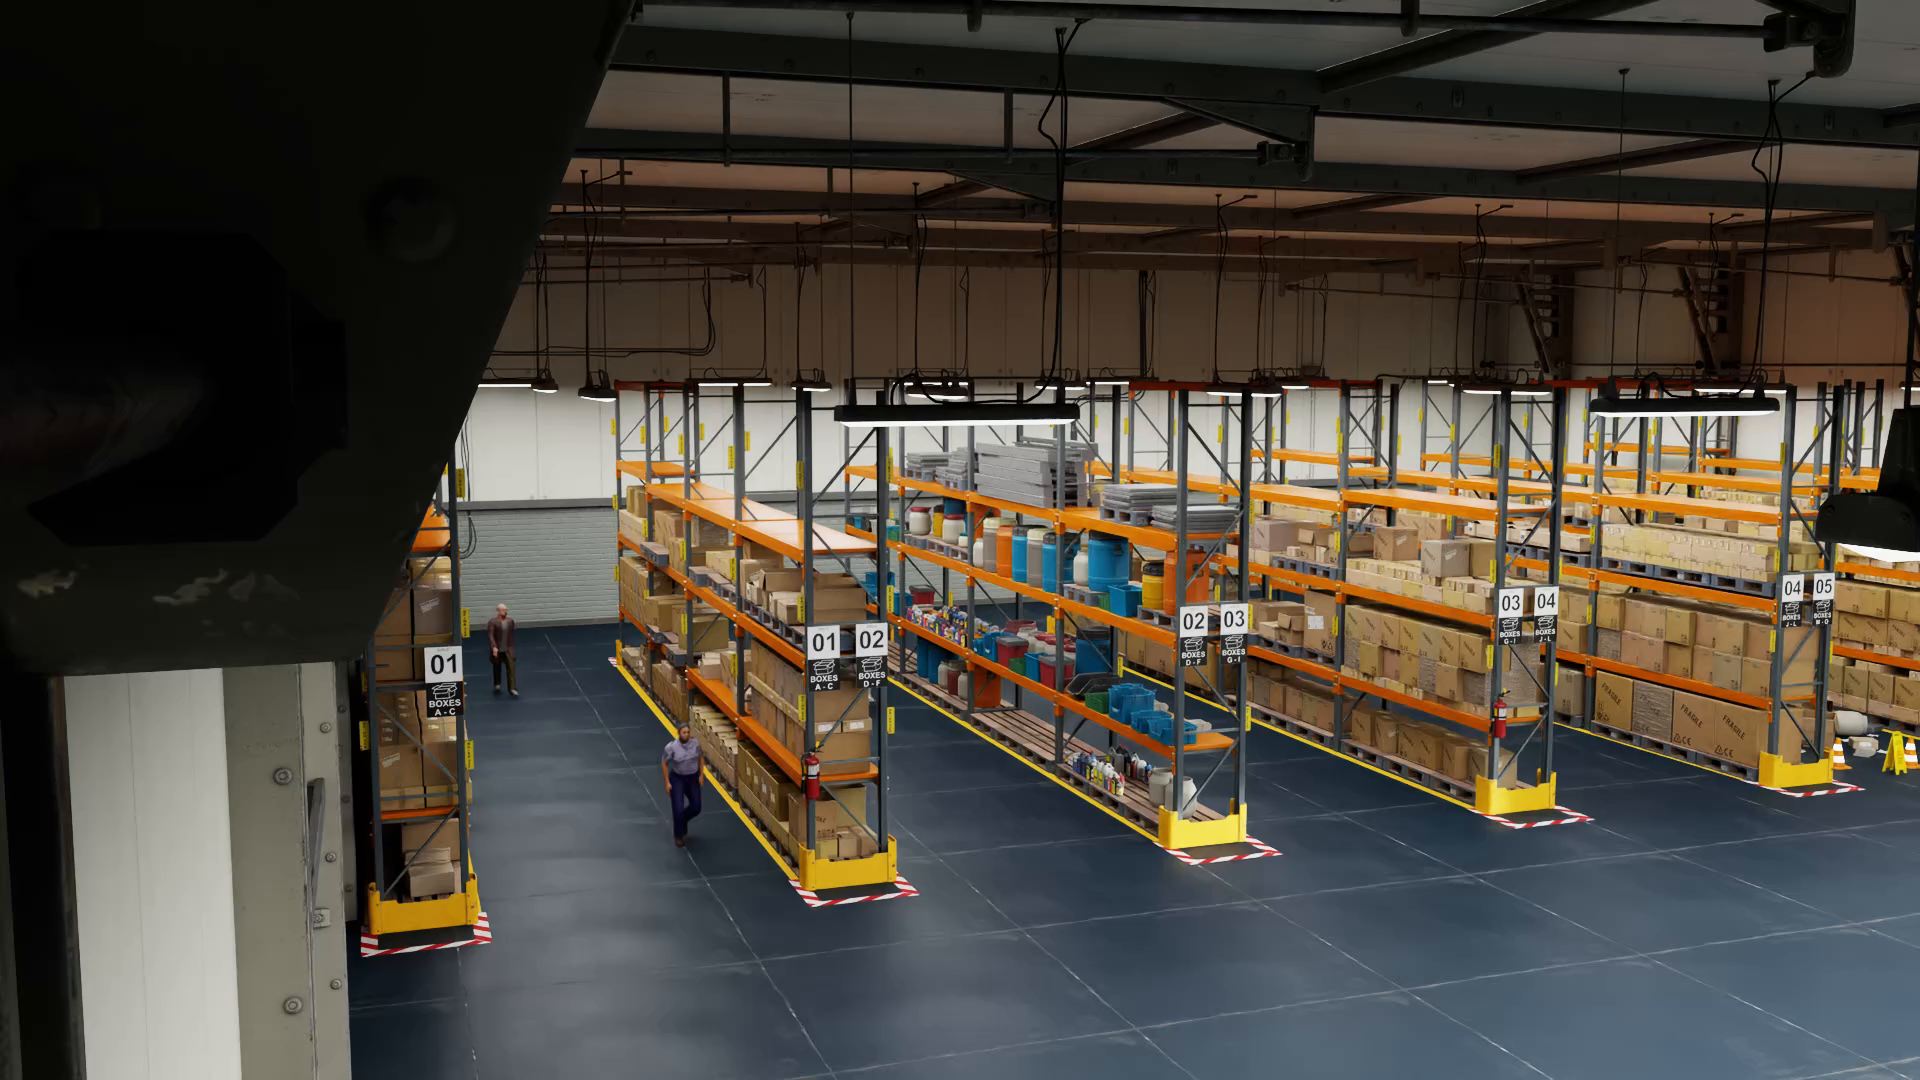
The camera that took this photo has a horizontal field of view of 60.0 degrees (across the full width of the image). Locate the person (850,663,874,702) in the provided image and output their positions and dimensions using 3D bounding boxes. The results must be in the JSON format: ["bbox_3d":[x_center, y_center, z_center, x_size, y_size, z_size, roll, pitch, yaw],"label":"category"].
[{"bbox_3d":[-1.820,2.281,30.781,0.455,1.584,0.443,-1,6,-11],"label":"person"}]

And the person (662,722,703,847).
[{"bbox_3d":[-3.694,3.210,22.092,0.571,1.617,0.557,-3,7,-27],"label":"person"}]

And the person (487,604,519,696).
[{"bbox_3d":[-8.754,2.086,31.775,0.547,1.715,1.107,-3,7,-24],"label":"person"}]
